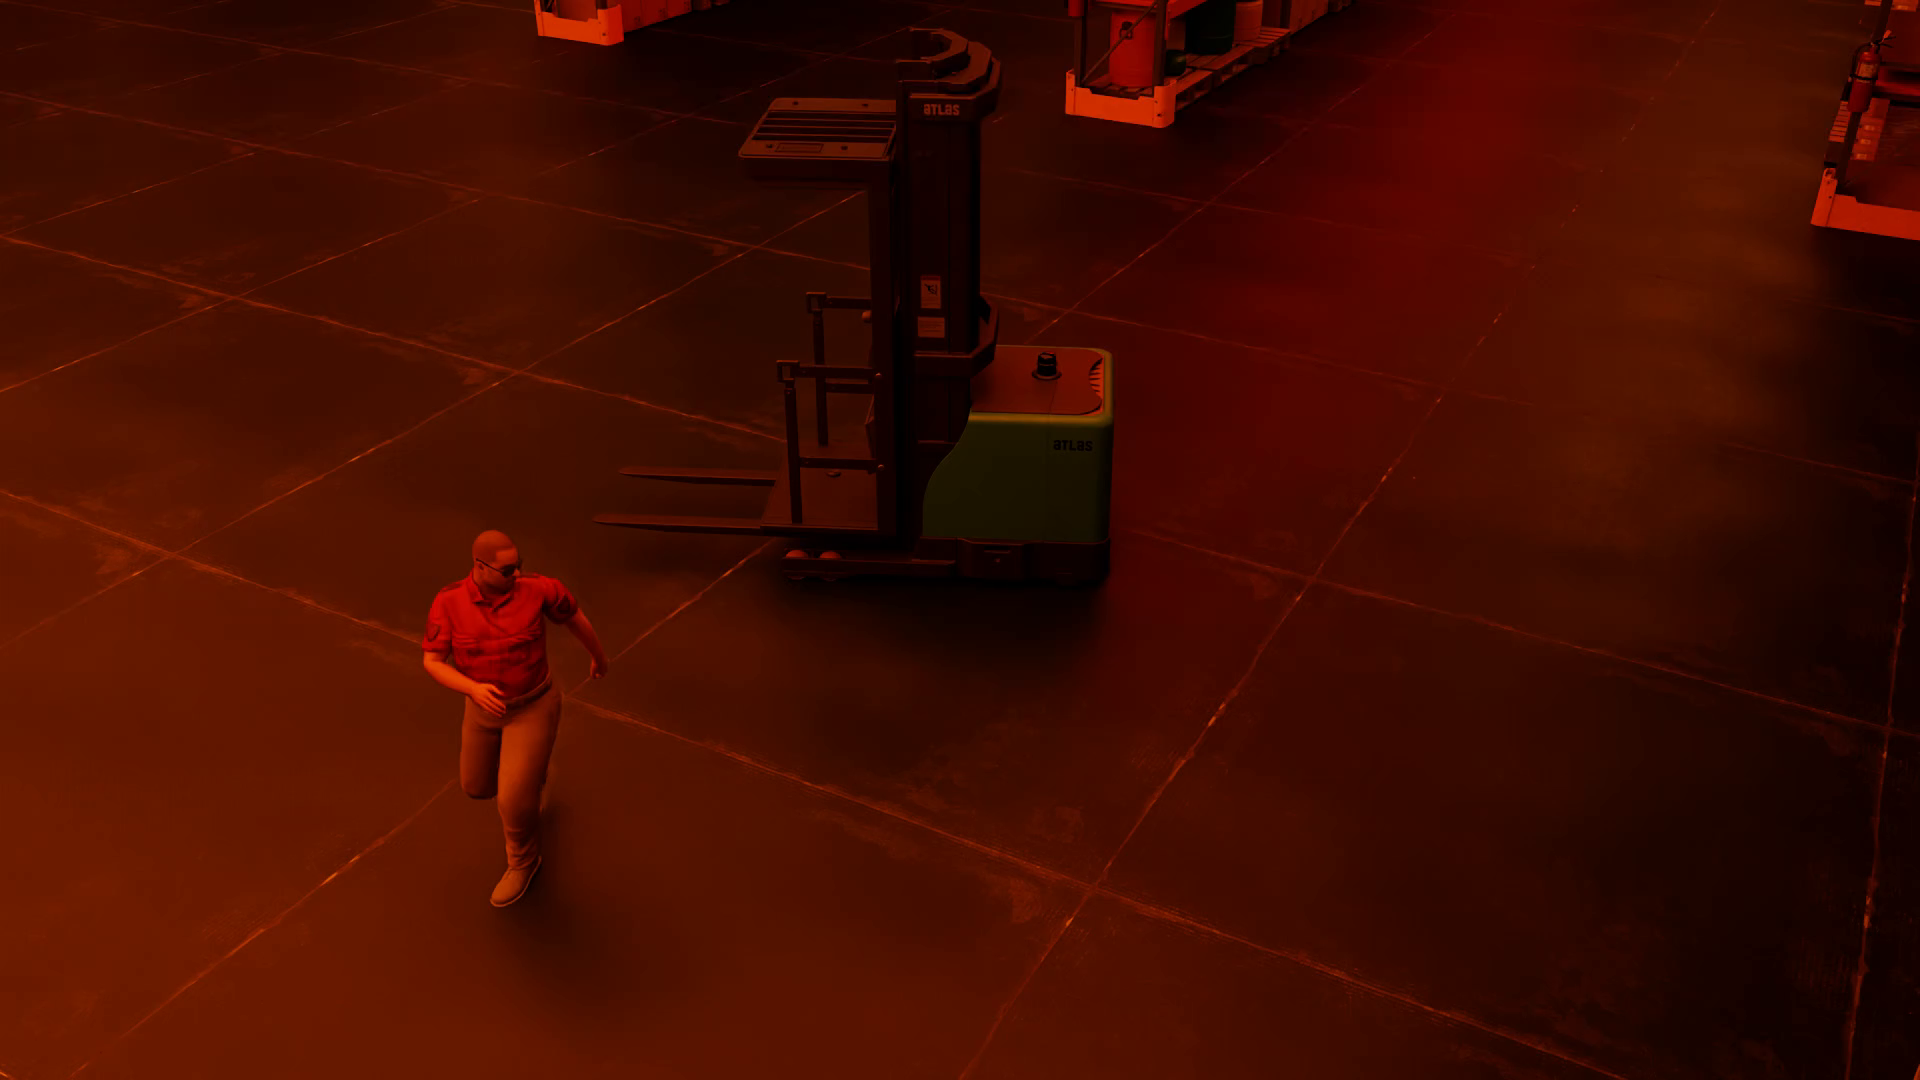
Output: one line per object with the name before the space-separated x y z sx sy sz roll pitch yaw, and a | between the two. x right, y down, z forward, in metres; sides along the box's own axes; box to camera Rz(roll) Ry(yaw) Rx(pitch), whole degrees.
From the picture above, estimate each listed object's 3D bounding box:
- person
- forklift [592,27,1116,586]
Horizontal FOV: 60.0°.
person | -1.932 0.691 7.185 0.598 1.649 0.841 6 30 10
forklift | -0.622 -1.294 9.313 3.031 2.935 1.130 2 30 4
